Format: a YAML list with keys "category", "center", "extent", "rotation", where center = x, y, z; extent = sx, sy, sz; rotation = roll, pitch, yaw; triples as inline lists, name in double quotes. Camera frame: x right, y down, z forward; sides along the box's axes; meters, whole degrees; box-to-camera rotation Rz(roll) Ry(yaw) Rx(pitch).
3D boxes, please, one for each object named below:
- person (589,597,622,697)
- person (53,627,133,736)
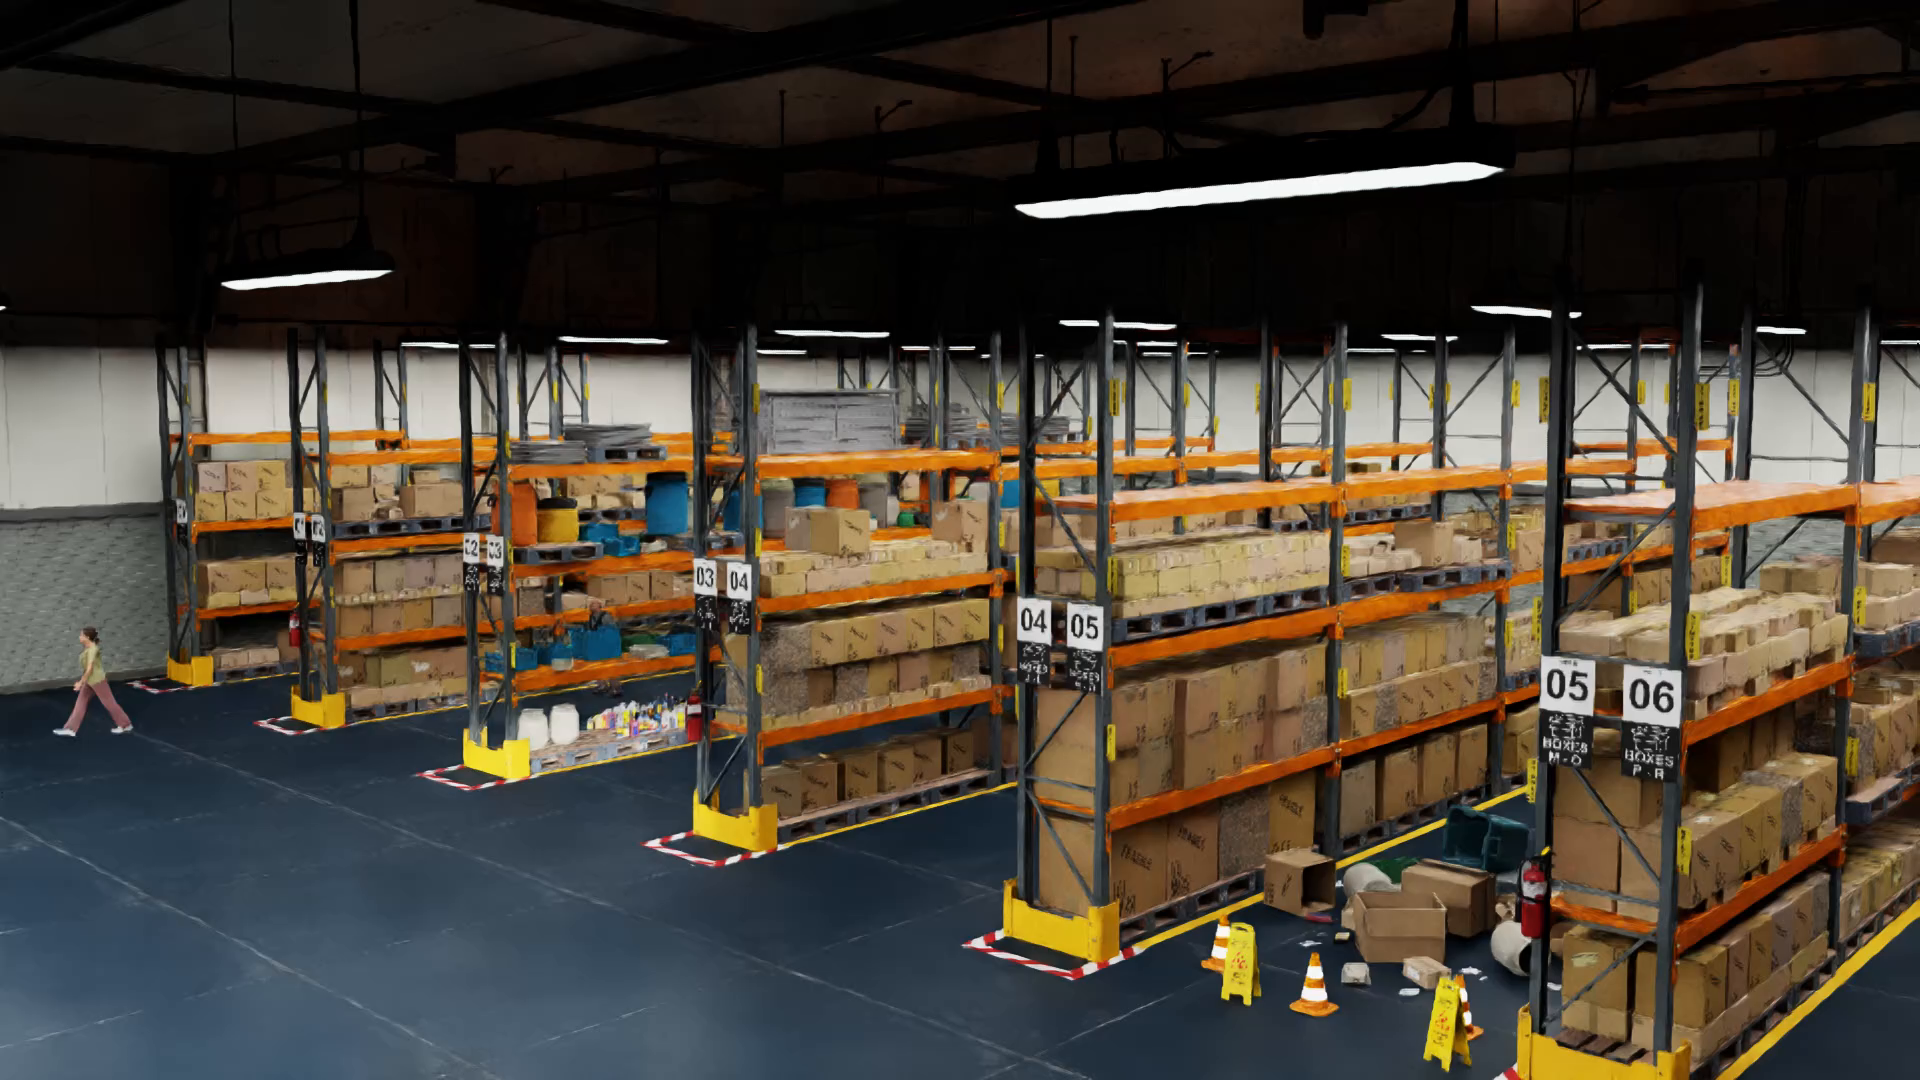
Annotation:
- category: "person"
  center: [-5.880, 1.764, 27.431]
  extent: [0.677, 1.674, 0.534]
  rotation: [5, 7, 41]
- category: "person"
  center: [-12.724, 2.064, 24.367]
  extent: [1.018, 1.605, 0.446]
  rotation: [-4, 7, -38]
